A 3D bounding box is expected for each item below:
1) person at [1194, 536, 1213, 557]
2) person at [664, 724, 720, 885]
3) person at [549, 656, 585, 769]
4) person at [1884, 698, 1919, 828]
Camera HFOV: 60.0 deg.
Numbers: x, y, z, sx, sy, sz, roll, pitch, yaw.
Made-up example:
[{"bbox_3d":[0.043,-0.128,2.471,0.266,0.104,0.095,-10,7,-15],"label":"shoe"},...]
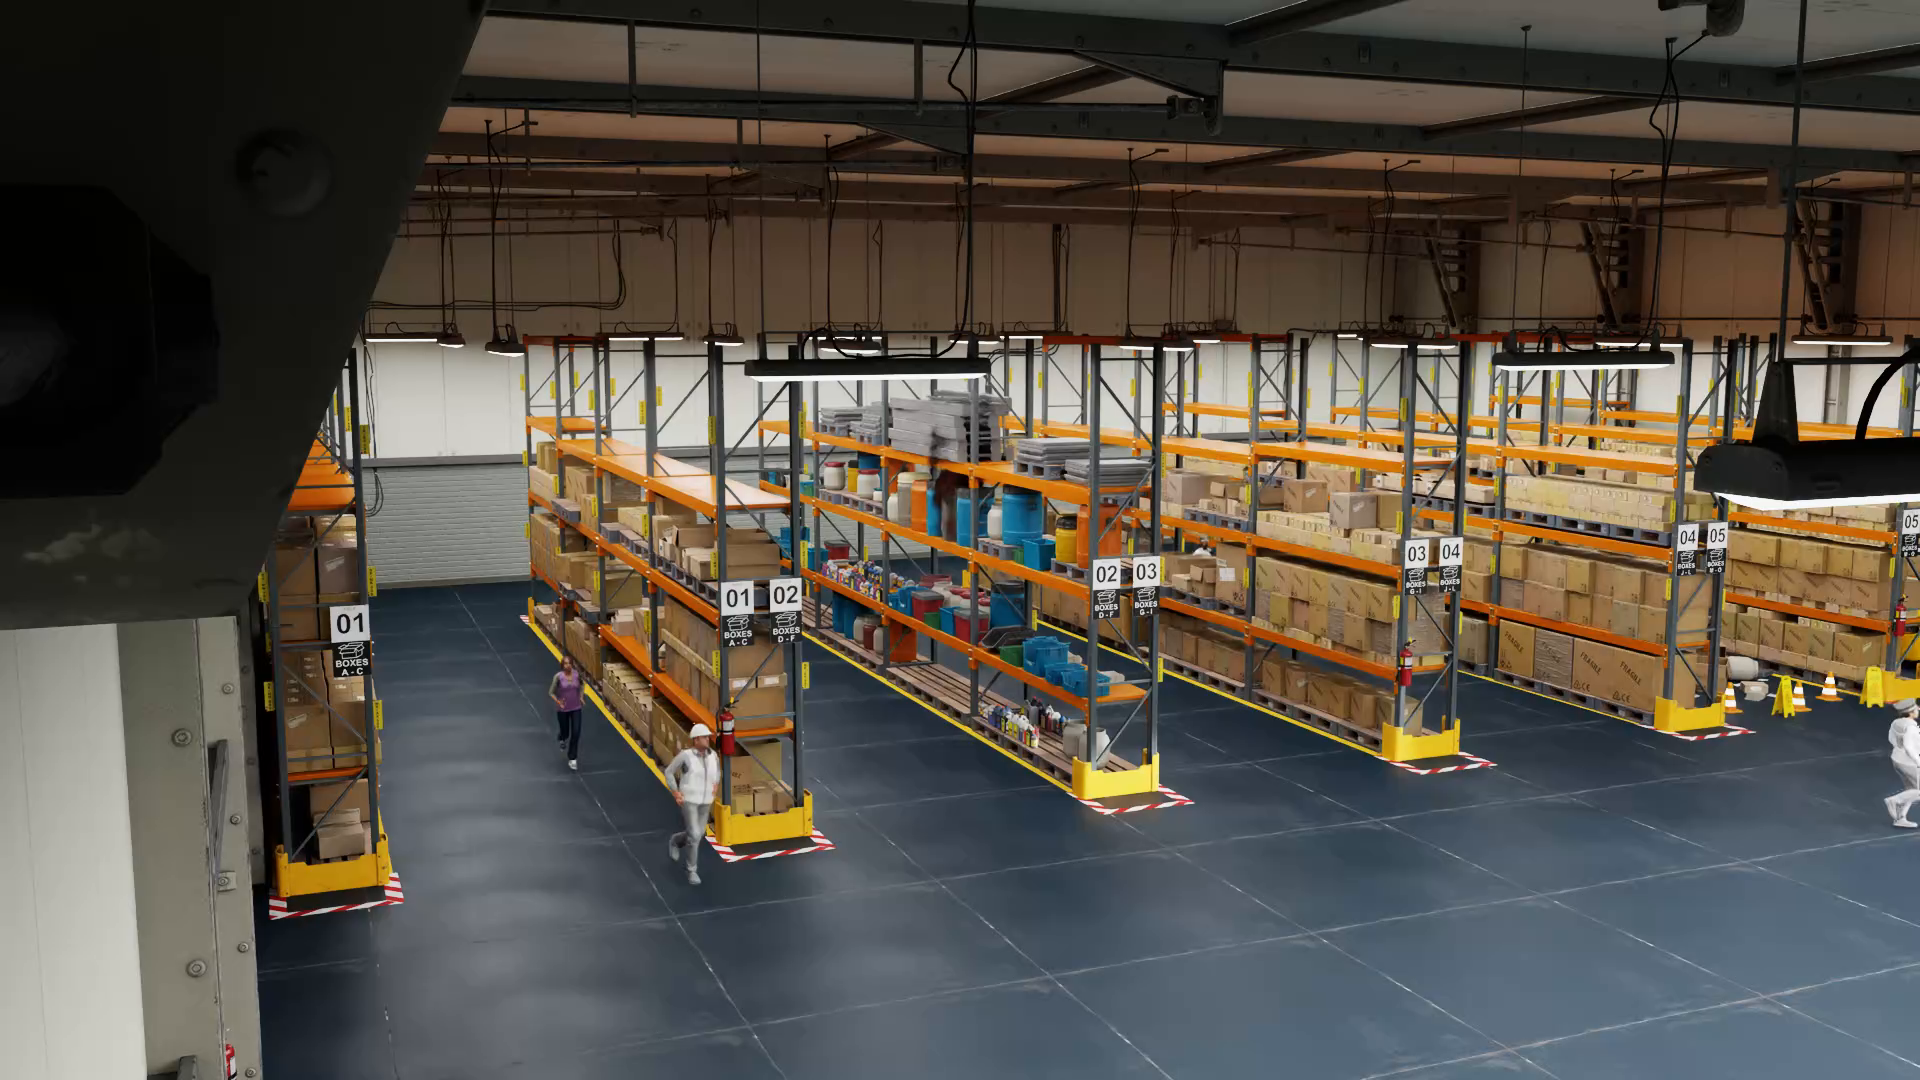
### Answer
[{"bbox_3d":[5.266,0.742,35.936,0.588,1.696,0.827,-3,8,-19],"label":"person"},{"bbox_3d":[-3.033,2.967,19.037,0.699,1.733,0.822,-7,10,-42],"label":"person"},{"bbox_3d":[-5.574,2.466,23.687,0.547,1.490,0.723,-4,8,-26],"label":"person"},{"bbox_3d":[11.790,2.772,20.717,0.552,1.650,0.614,0,8,3],"label":"person"}]
